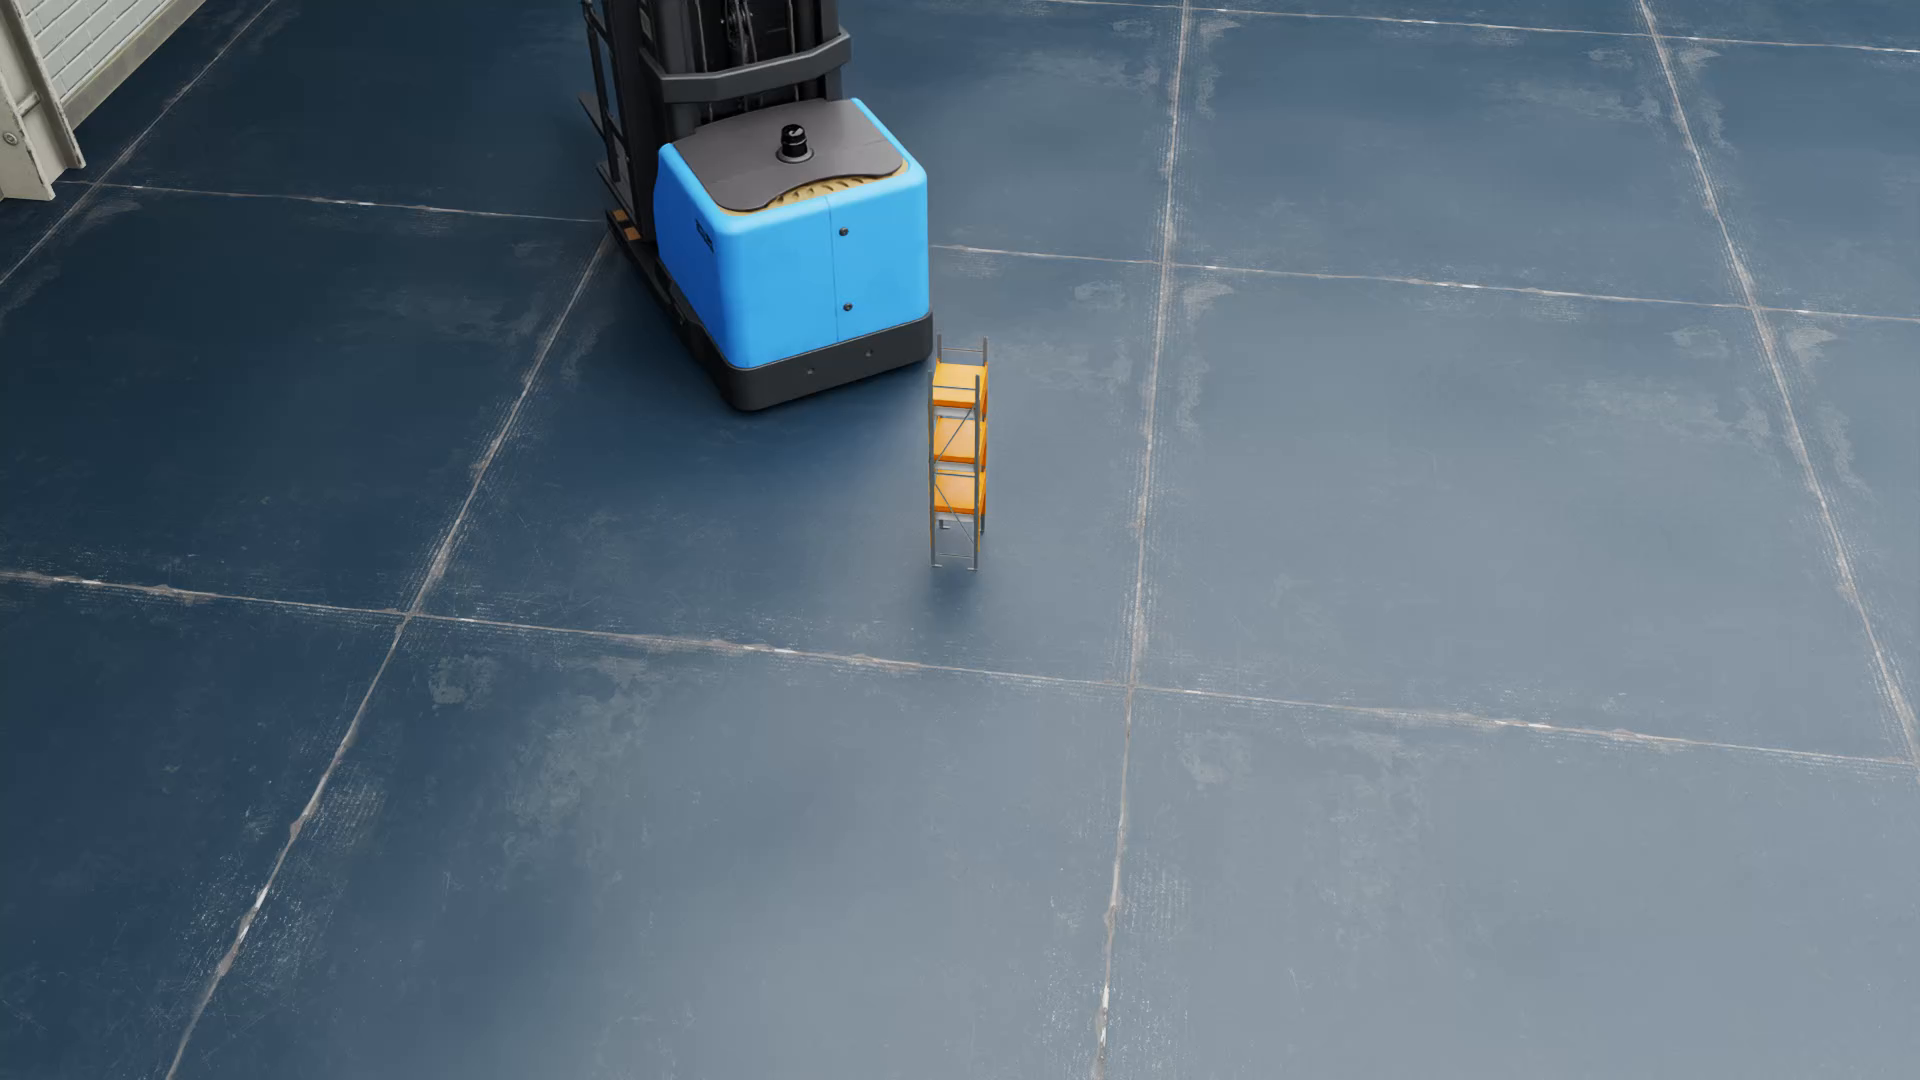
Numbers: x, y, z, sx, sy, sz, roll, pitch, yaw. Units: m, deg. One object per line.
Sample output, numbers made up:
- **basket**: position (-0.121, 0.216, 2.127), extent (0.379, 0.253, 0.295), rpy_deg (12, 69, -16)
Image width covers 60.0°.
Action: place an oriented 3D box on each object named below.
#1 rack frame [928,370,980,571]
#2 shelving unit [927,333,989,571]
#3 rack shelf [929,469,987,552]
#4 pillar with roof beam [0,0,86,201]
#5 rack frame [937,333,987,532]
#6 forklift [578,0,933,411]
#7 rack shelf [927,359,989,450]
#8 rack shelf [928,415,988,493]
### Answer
- **rack frame**: position (-0.023, -0.262, 6.763), extent (0.200, 1.050, 0.008), rpy_deg (5, 44, 6)
- **shelving unit**: position (-0.007, -0.345, 6.851), extent (0.215, 1.050, 0.252), rpy_deg (5, 44, 6)
- **rack shelf**: position (-0.007, -0.135, 7.049), extent (0.215, 0.259, 0.240), rpy_deg (5, 44, 6)
- **pillar with roof beam**: position (-0.914, -4.912, 5.892), extent (9.100, 9.000, 0.400), rpy_deg (5, 44, 6)
- **rack frame**: position (0.009, -0.428, 6.938), extent (0.200, 1.050, 0.008), rpy_deg (5, 44, 6)
- **forklift**: position (-1.244, -2.684, 7.953), extent (1.130, 2.935, 3.031), rpy_deg (-19, 47, -19)
- **rack shelf**: position (-0.007, -0.543, 6.663), extent (0.215, 0.259, 0.240), rpy_deg (5, 44, 6)
- **rack shelf**: position (-0.007, -0.337, 6.858), extent (0.215, 0.259, 0.240), rpy_deg (5, 44, 6)
